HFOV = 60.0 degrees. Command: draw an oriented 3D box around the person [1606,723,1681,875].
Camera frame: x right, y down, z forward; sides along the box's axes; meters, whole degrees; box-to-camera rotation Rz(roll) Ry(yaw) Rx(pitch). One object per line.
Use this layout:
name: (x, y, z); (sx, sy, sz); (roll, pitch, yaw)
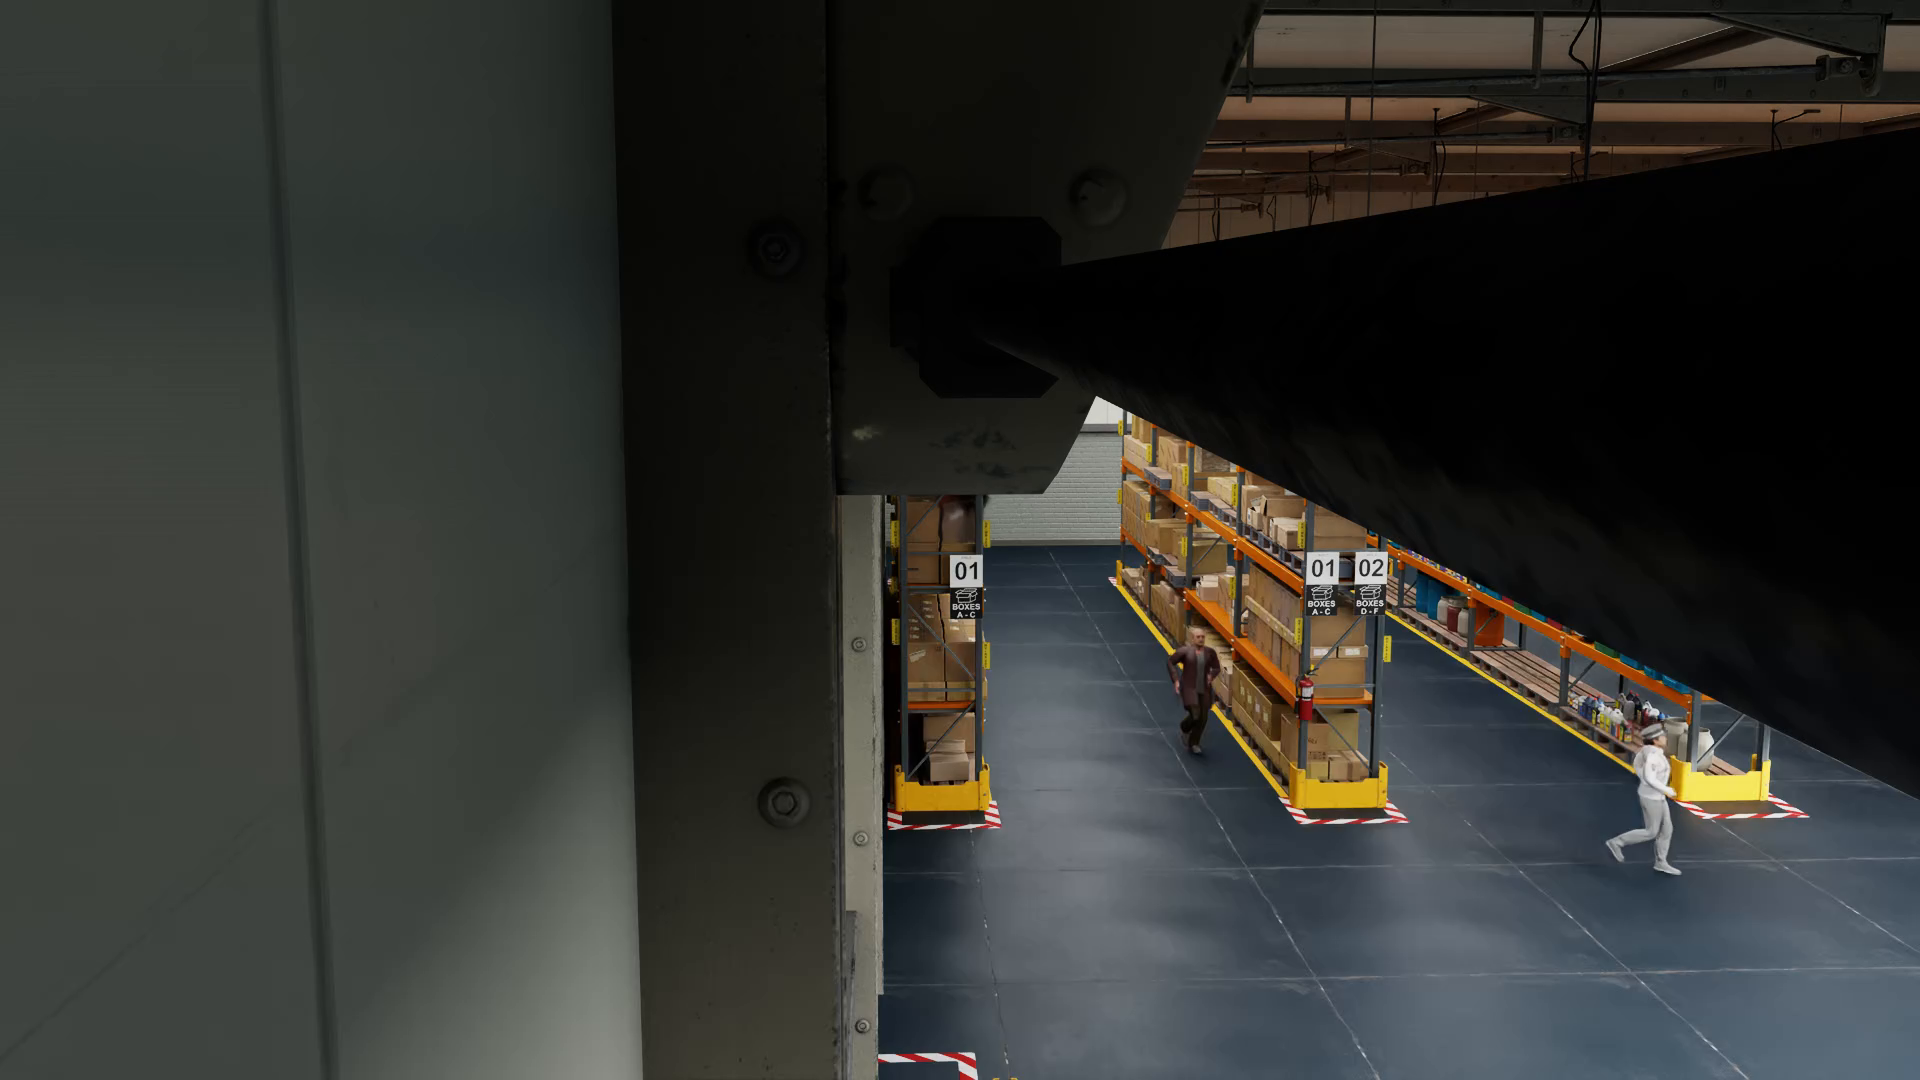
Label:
person: (7.556, 2.830, 18.290); (0.786, 1.687, 0.623); (3, 9, 21)

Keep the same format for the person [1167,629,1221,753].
person: (3.276, 2.096, 22.977); (0.714, 1.735, 0.616); (-2, 9, -14)
